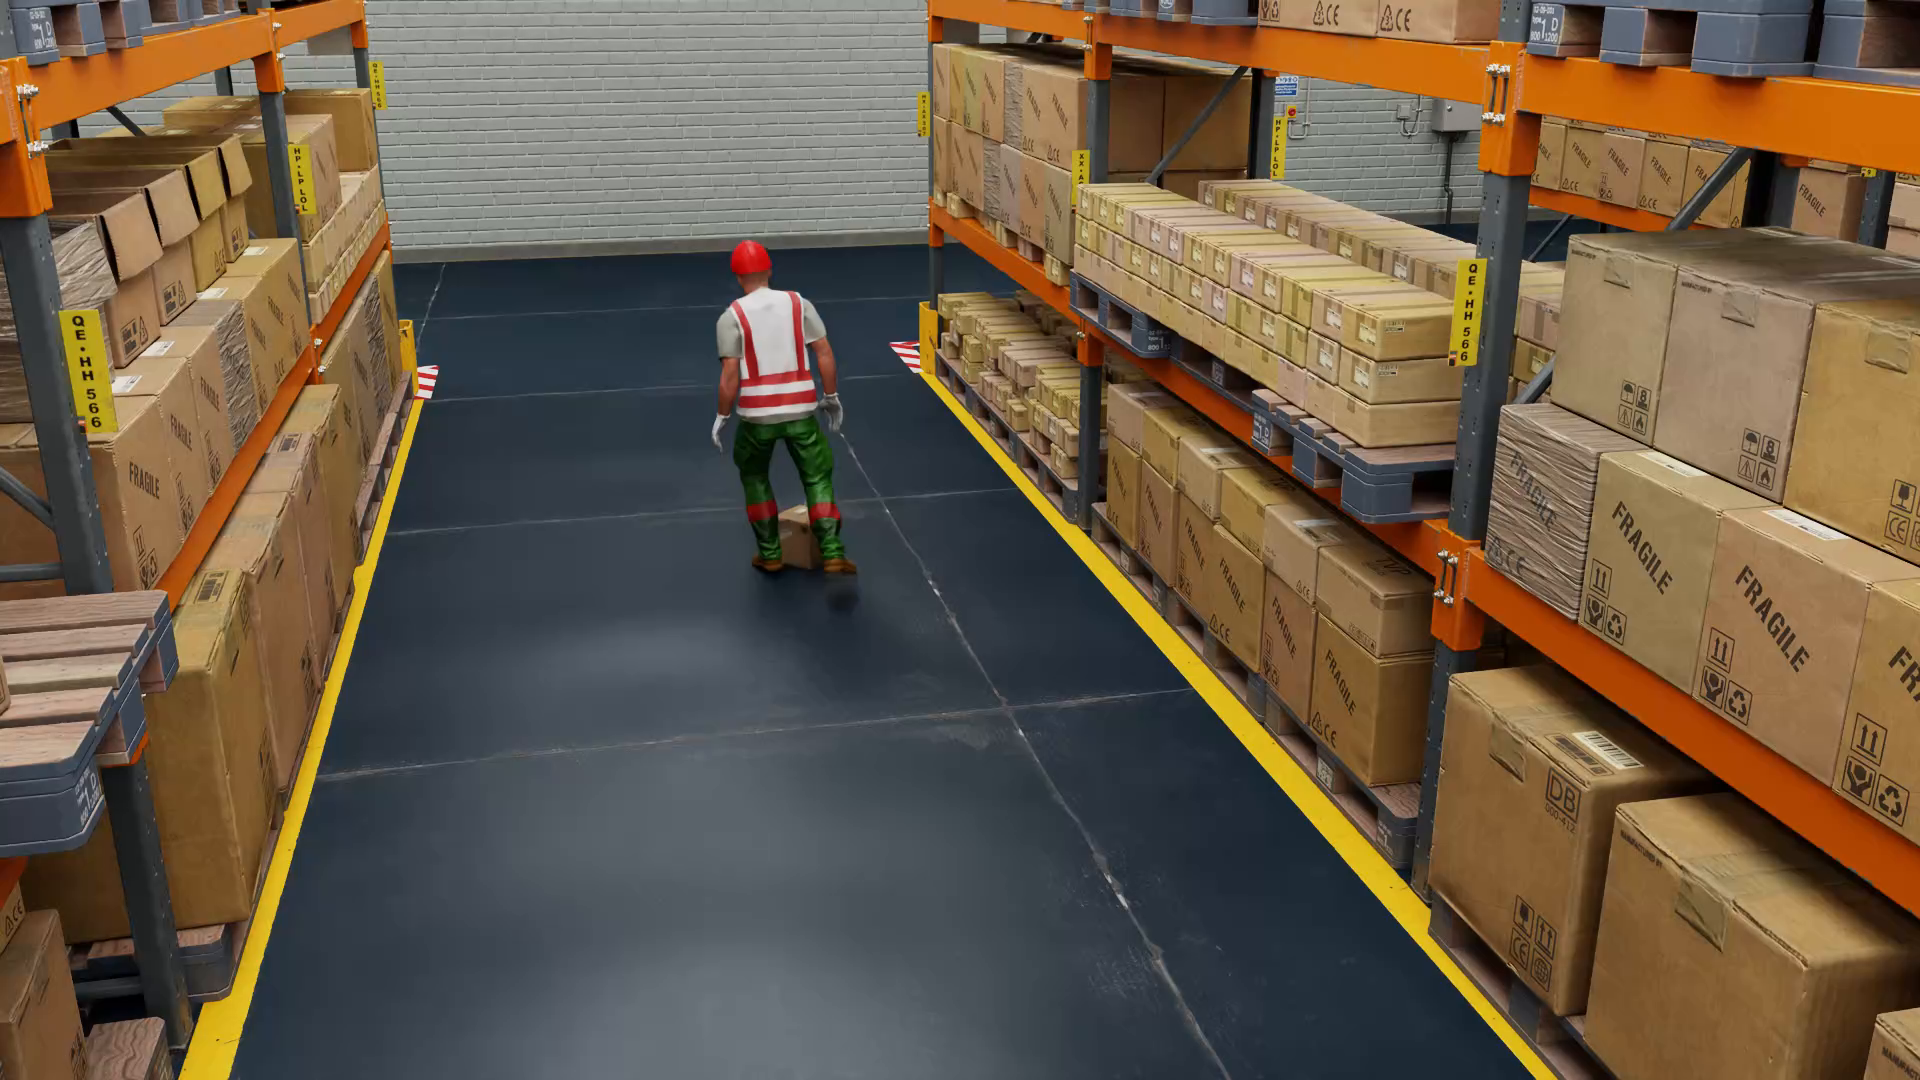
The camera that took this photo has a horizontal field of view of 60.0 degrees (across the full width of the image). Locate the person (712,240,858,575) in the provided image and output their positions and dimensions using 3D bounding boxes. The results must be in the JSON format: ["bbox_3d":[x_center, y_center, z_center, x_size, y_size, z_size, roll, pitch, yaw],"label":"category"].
[{"bbox_3d":[-0.888,-0.603,8.329,0.682,1.718,0.862,-7,21,-19],"label":"person"}]
